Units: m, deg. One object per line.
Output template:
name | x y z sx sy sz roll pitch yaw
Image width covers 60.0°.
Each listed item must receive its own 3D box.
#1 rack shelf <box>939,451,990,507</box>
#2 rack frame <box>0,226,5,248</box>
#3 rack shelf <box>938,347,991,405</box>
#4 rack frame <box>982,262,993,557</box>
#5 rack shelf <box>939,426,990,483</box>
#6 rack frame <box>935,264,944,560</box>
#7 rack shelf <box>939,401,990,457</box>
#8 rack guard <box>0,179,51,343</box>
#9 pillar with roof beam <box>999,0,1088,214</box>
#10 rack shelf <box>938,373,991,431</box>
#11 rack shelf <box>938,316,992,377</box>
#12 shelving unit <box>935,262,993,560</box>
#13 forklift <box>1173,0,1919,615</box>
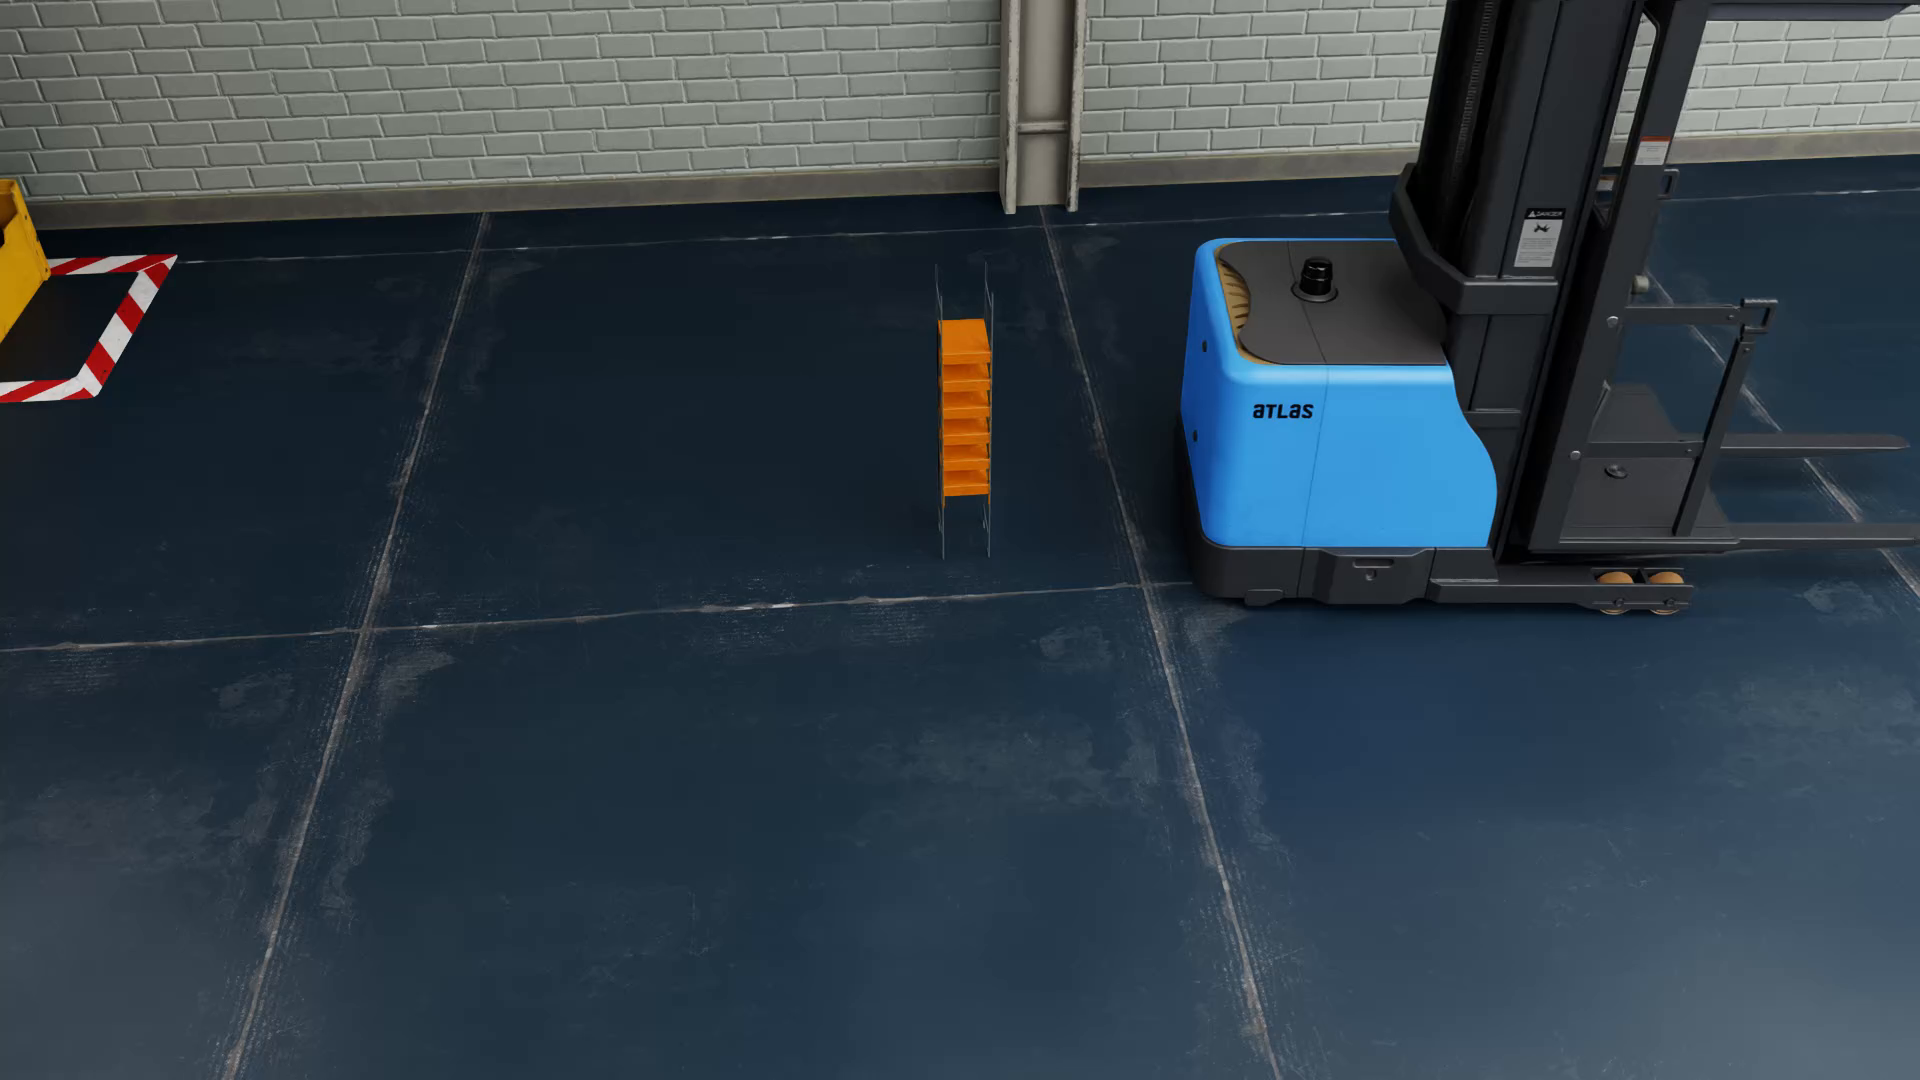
rack shelf | 0.014 -0.249 6.556 0.180 0.103 0.258 -3 38 -4
rack frame | -4.777 -2.197 7.113 0.127 3.000 1.000 -3 38 -4
rack shelf | 0.014 -0.625 6.258 0.180 0.103 0.258 -3 38 -4
rack frame | 0.106 -0.477 6.386 0.006 1.200 0.240 -3 38 -4
rack shelf | 0.014 -0.343 6.481 0.180 0.103 0.258 -3 38 -4
rack frame | -0.077 -0.467 6.373 0.006 1.200 0.240 -3 38 -4
rack shelf | 0.014 -0.437 6.407 0.180 0.103 0.258 -3 38 -4
rack guard | -4.753 -1.217 7.889 0.348 0.500 1.175 -3 38 -4
pillar with roof beam | 0.808 -2.743 2.962 0.400 9.000 9.100 -3 38 -4
rack shelf | 0.014 -0.531 6.333 0.180 0.103 0.258 -3 38 -4
rack shelf | 0.014 -0.720 6.184 0.180 0.103 0.258 -3 38 -4
shelving unit | 0.014 -0.472 6.379 0.189 1.200 0.258 -3 38 -4
forklift | 2.421 -1.196 5.899 3.031 2.935 1.130 0 38 0
